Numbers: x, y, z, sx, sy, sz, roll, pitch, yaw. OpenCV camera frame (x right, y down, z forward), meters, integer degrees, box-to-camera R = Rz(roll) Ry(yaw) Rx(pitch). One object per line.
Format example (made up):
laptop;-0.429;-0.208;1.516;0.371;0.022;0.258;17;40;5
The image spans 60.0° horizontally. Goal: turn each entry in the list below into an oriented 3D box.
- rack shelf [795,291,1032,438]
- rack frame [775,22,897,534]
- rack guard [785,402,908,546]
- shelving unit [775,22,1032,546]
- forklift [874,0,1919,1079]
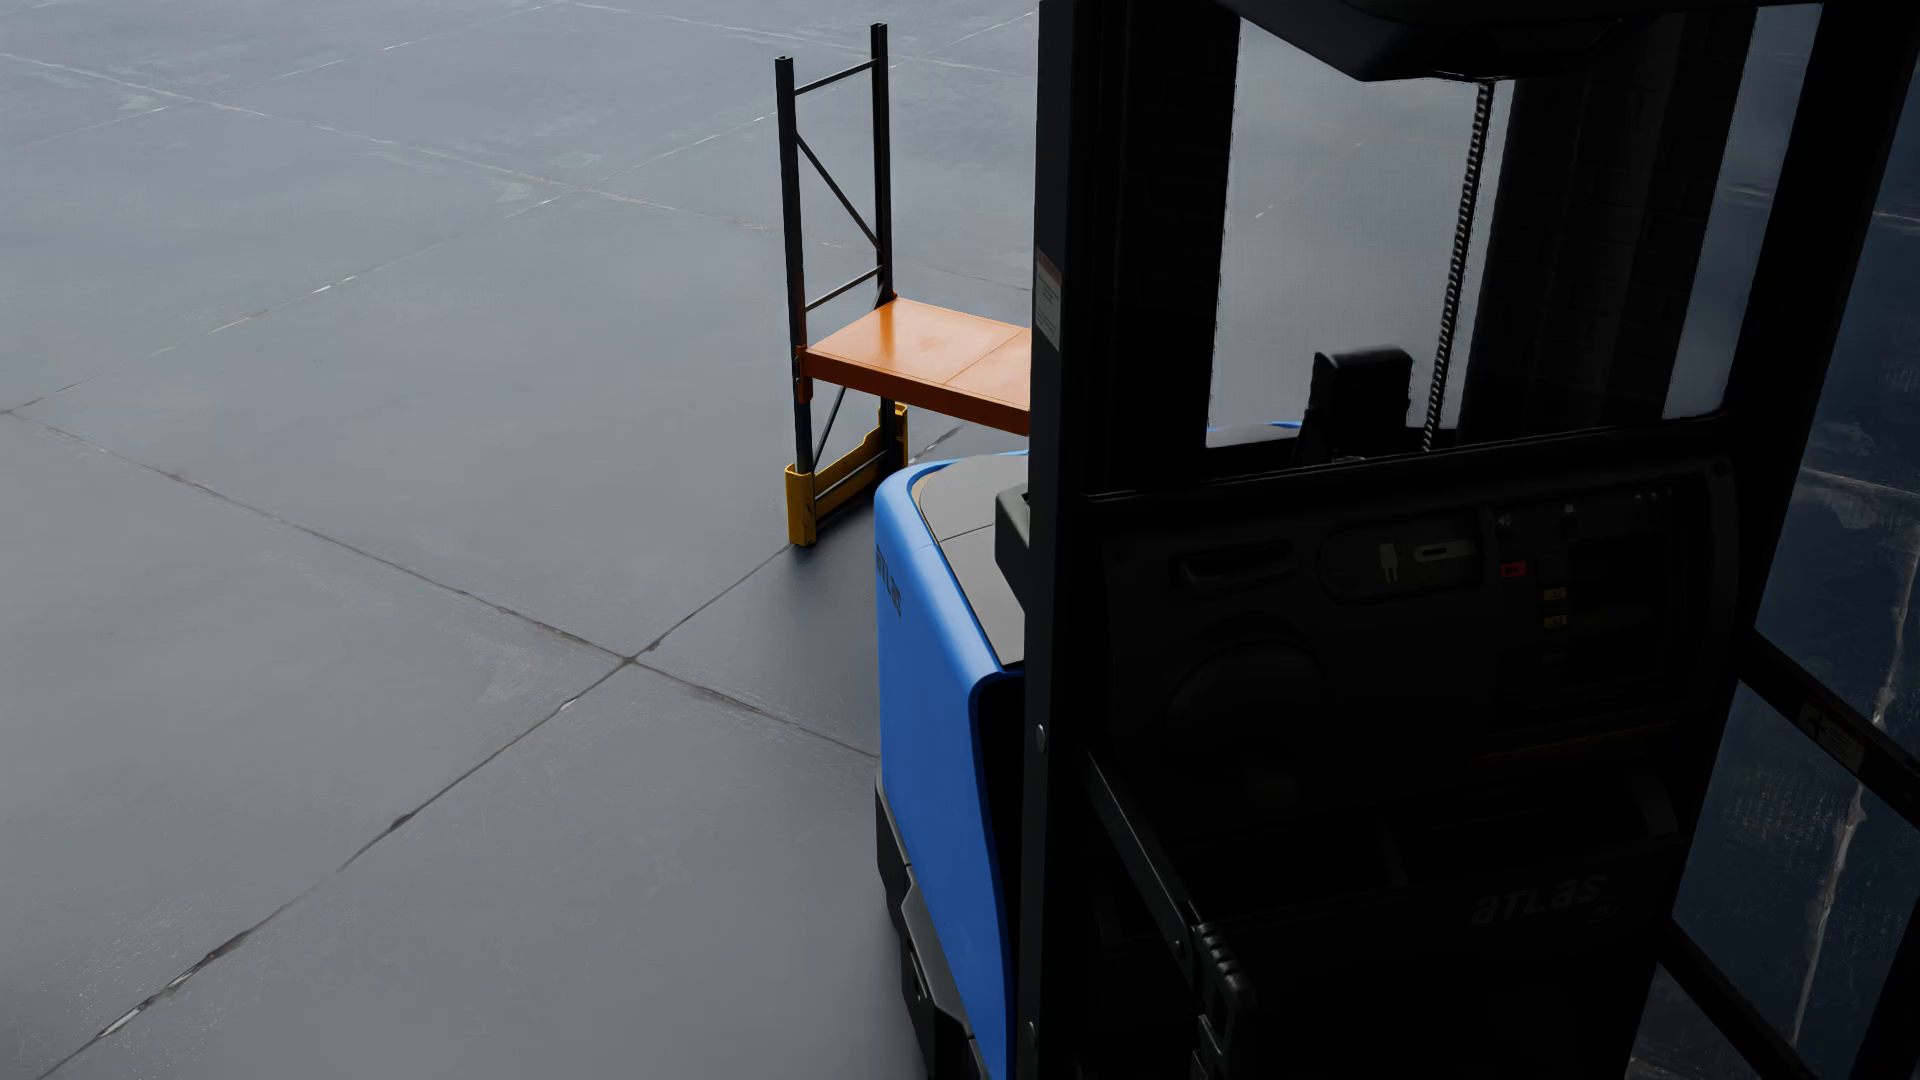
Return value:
rack shelf;0.072;-0.470;4.924;1.000;0.185;0.538;18;35;27
rack frame;-0.358;-0.761;5.066;0.032;1.500;0.500;18;35;27
rack guard;-0.357;-0.221;5.381;0.087;0.250;0.587;18;35;27
shelving unit;0.065;-0.627;4.837;1.083;1.500;0.587;18;35;27
forklift;0.692;0.165;2.059;1.130;2.935;3.031;-8;31;-13
